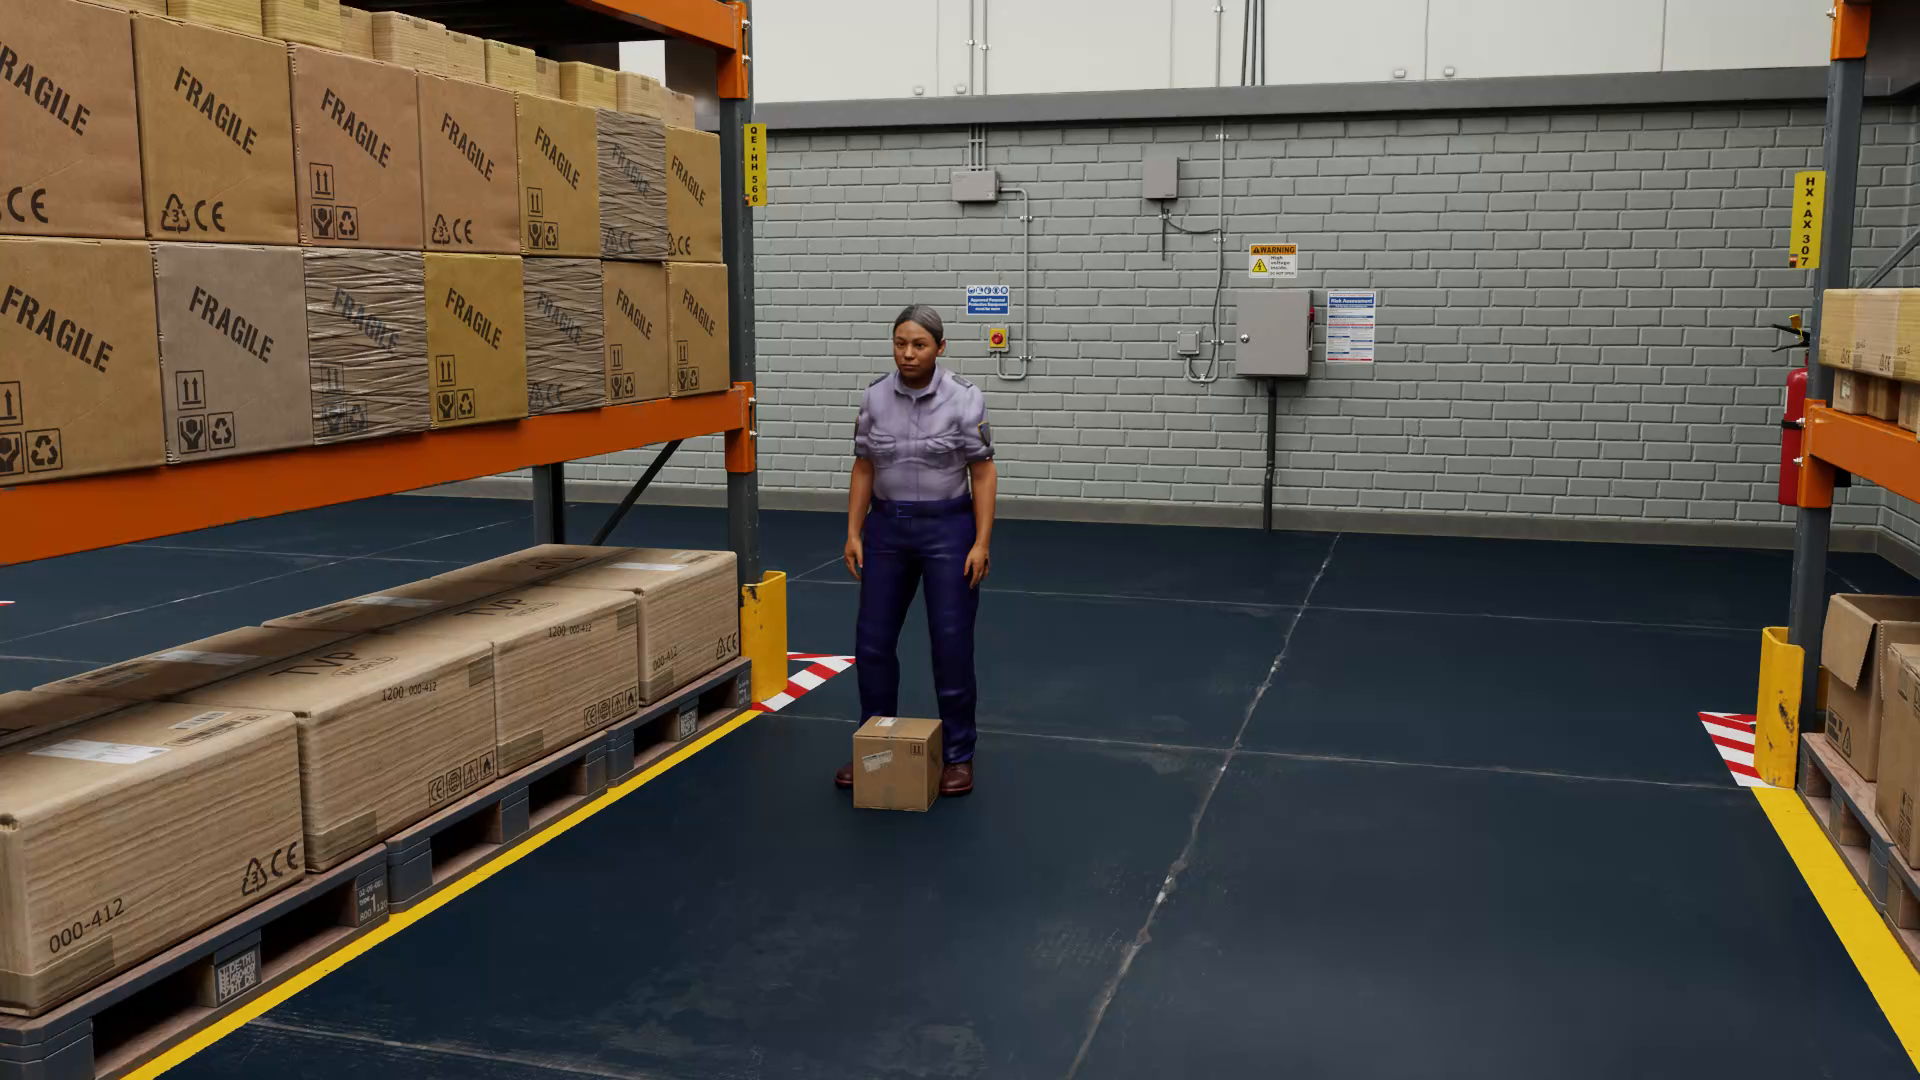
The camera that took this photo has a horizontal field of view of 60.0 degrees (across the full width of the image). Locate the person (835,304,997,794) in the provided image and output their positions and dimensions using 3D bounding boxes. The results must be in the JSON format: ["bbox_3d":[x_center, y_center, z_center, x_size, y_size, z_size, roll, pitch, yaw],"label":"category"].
[{"bbox_3d":[-0.142,0.025,5.708,0.538,1.648,0.371,3,9,17],"label":"person"}]
